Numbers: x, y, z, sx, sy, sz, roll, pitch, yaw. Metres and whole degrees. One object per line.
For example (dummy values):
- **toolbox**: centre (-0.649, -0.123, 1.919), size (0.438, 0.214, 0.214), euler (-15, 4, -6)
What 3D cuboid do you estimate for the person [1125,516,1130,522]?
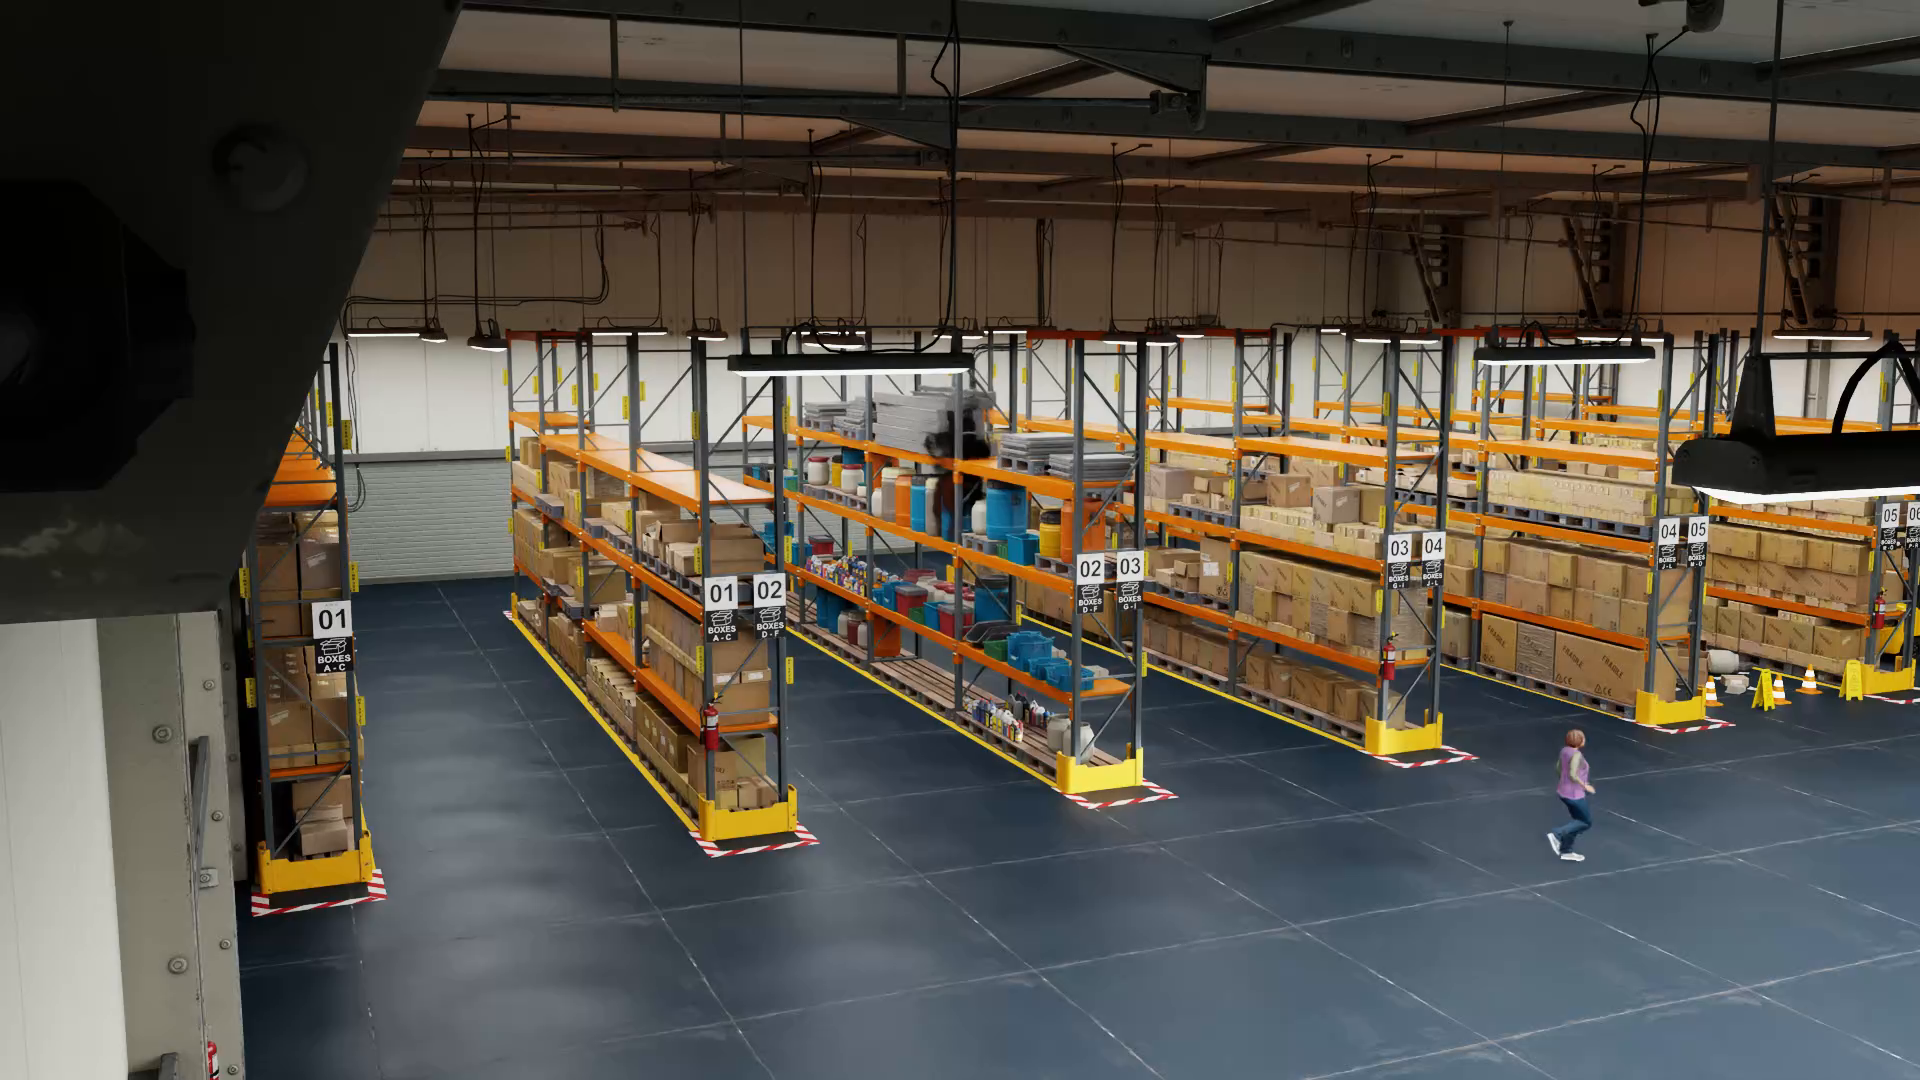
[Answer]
- **person**: centre (3.832, 0.276, 38.462), size (0.679, 1.717, 0.673), euler (-2, 8, -11)

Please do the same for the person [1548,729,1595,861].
- **person**: centre (7.068, 2.953, 19.269), size (0.532, 1.553, 0.523), euler (0, 8, -2)
